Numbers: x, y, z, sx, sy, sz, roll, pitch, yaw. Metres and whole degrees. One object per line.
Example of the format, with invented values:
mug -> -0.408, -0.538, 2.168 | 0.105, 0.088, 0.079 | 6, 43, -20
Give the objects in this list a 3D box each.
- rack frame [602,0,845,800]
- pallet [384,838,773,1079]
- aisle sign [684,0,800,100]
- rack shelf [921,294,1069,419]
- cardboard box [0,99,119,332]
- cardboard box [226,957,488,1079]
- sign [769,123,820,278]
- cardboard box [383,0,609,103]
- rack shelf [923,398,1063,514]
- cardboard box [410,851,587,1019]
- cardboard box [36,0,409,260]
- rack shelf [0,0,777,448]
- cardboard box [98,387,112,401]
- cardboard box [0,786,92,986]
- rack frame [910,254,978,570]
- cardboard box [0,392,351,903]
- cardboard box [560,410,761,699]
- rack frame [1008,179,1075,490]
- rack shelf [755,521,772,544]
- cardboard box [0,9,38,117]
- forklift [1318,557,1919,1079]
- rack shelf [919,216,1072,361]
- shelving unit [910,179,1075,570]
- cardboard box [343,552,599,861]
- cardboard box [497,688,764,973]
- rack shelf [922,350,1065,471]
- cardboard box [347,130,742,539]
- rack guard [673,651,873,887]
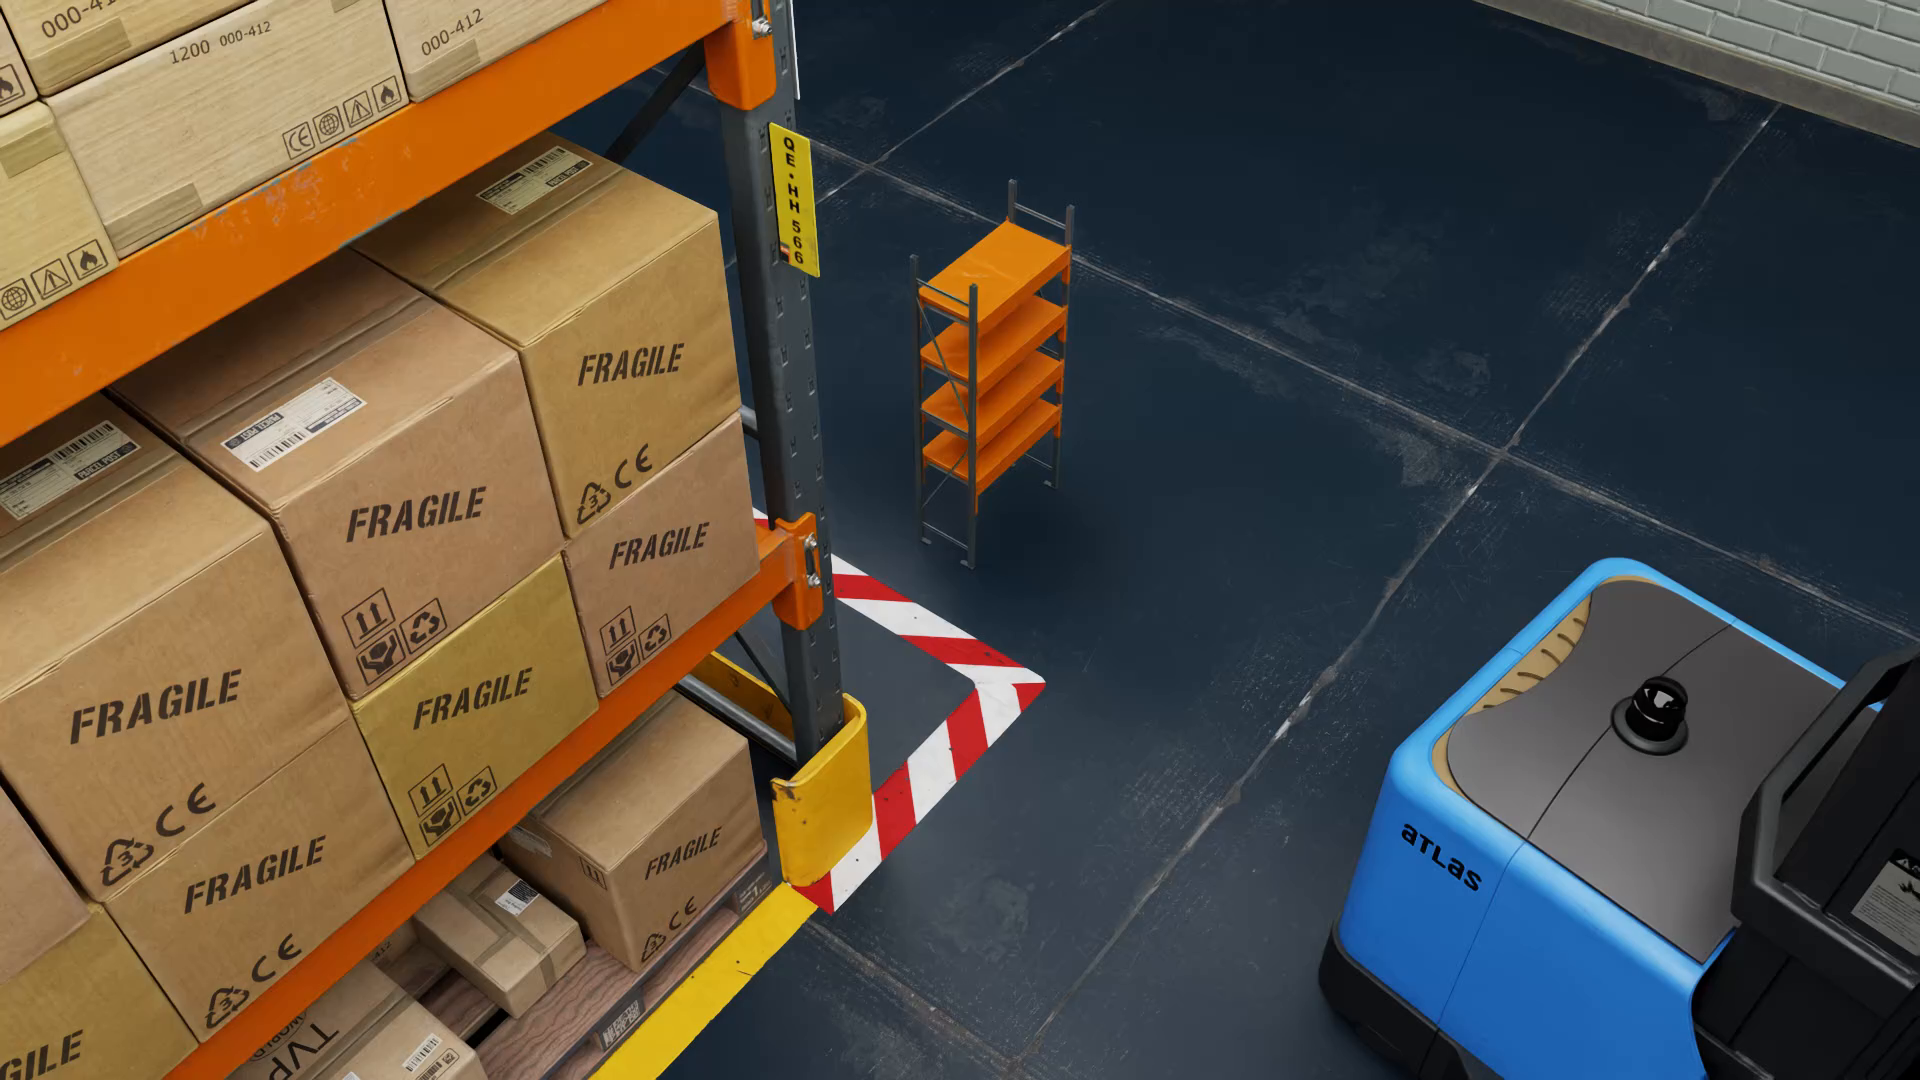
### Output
rack frame -> -0.754, -0.417, 4.074 | 1.000, 3.000, 0.127 | 29, 53, 25
pallet -> -1.287, 1.047, 4.604 | 1.003, 0.211, 1.213 | 29, 53, 25
aisle sign -> -0.470, -1.218, 3.042 | 0.394, 0.787, 0.004 | 29, 53, 25
rack shelf -> 0.101, -0.617, 5.294 | 0.258, 0.148, 0.480 | 29, 53, 25
cardboard box -> -1.469, -0.417, 2.104 | 0.500, 0.250, 0.500 | 29, 53, 25
cardboard box -> -1.496, 1.331, 4.001 | 0.500, 0.250, 0.500 | 29, 53, 25
sign -> -0.327, -0.669, 3.295 | 0.100, 0.325, 0.005 | 29, 53, 25
cardboard box -> -0.859, -0.991, 2.651 | 0.500, 0.250, 0.500 | 29, 53, 25
rack shelf -> 0.101, -0.326, 5.599 | 0.258, 0.148, 0.480 | 29, 53, 25
cardboard box -> -1.210, 1.022, 4.354 | 0.380, 0.166, 0.250 | 29, 53, 25
cardboard box -> -1.173, -0.709, 2.382 | 0.500, 0.250, 0.500 | 29, 53, 25
rack shelf -> -1.976, -0.060, 2.156 | 1.077, 0.370, 4.000 | 29, 53, 25
cardboard box -> -1.547, -0.357, 3.256 | 0.500, 0.500, 0.500 | 30, 53, 25
cardboard box -> -1.744, 0.462, 2.474 | 0.500, 0.500, 0.500 | 31, 54, 26
rack frame -> -0.048, -0.370, 5.273 | 0.240, 1.200, 0.015 | 29, 53, 25
cardboard box -> -1.430, 0.168, 2.755 | 0.500, 0.500, 0.500 | 31, 54, 26
cardboard box -> -0.812, -0.075, 3.678 | 0.500, 0.500, 0.500 | 31, 54, 26
rack frame -> 0.250, -0.649, 5.540 | 0.240, 1.200, 0.015 | 29, 53, 25
rack shelf -> -1.976, 0.909, 3.170 | 0.919, 0.124, 3.809 | 29, 53, 25
cardboard box -> -1.480, -0.596, 1.929 | 0.500, 0.250, 0.500 | 29, 53, 25
forklift -> 2.355, 0.758, 2.999 | 1.130, 2.935, 3.031 | -35, 55, -29
rack shelf -> 0.101, -0.781, 5.122 | 0.258, 0.148, 0.480 | 29, 53, 25
shelving unit -> 0.101, -0.509, 5.407 | 0.258, 1.200, 0.503 | 29, 53, 25
cardboard box -> -1.127, 0.224, 3.393 | 0.500, 0.500, 0.500 | 30, 53, 25
cardboard box -> -0.891, 0.715, 4.417 | 0.500, 0.500, 0.500 | 29, 53, 25
rack shelf -> 0.101, -0.463, 5.455 | 0.258, 0.148, 0.480 | 29, 53, 25
cardboard box -> -0.808, -0.420, 3.317 | 0.500, 0.500, 0.500 | 29, 53, 25
rack guard -> -0.800, 0.490, 4.936 | 1.175, 0.500, 0.348 | 29, 53, 25
